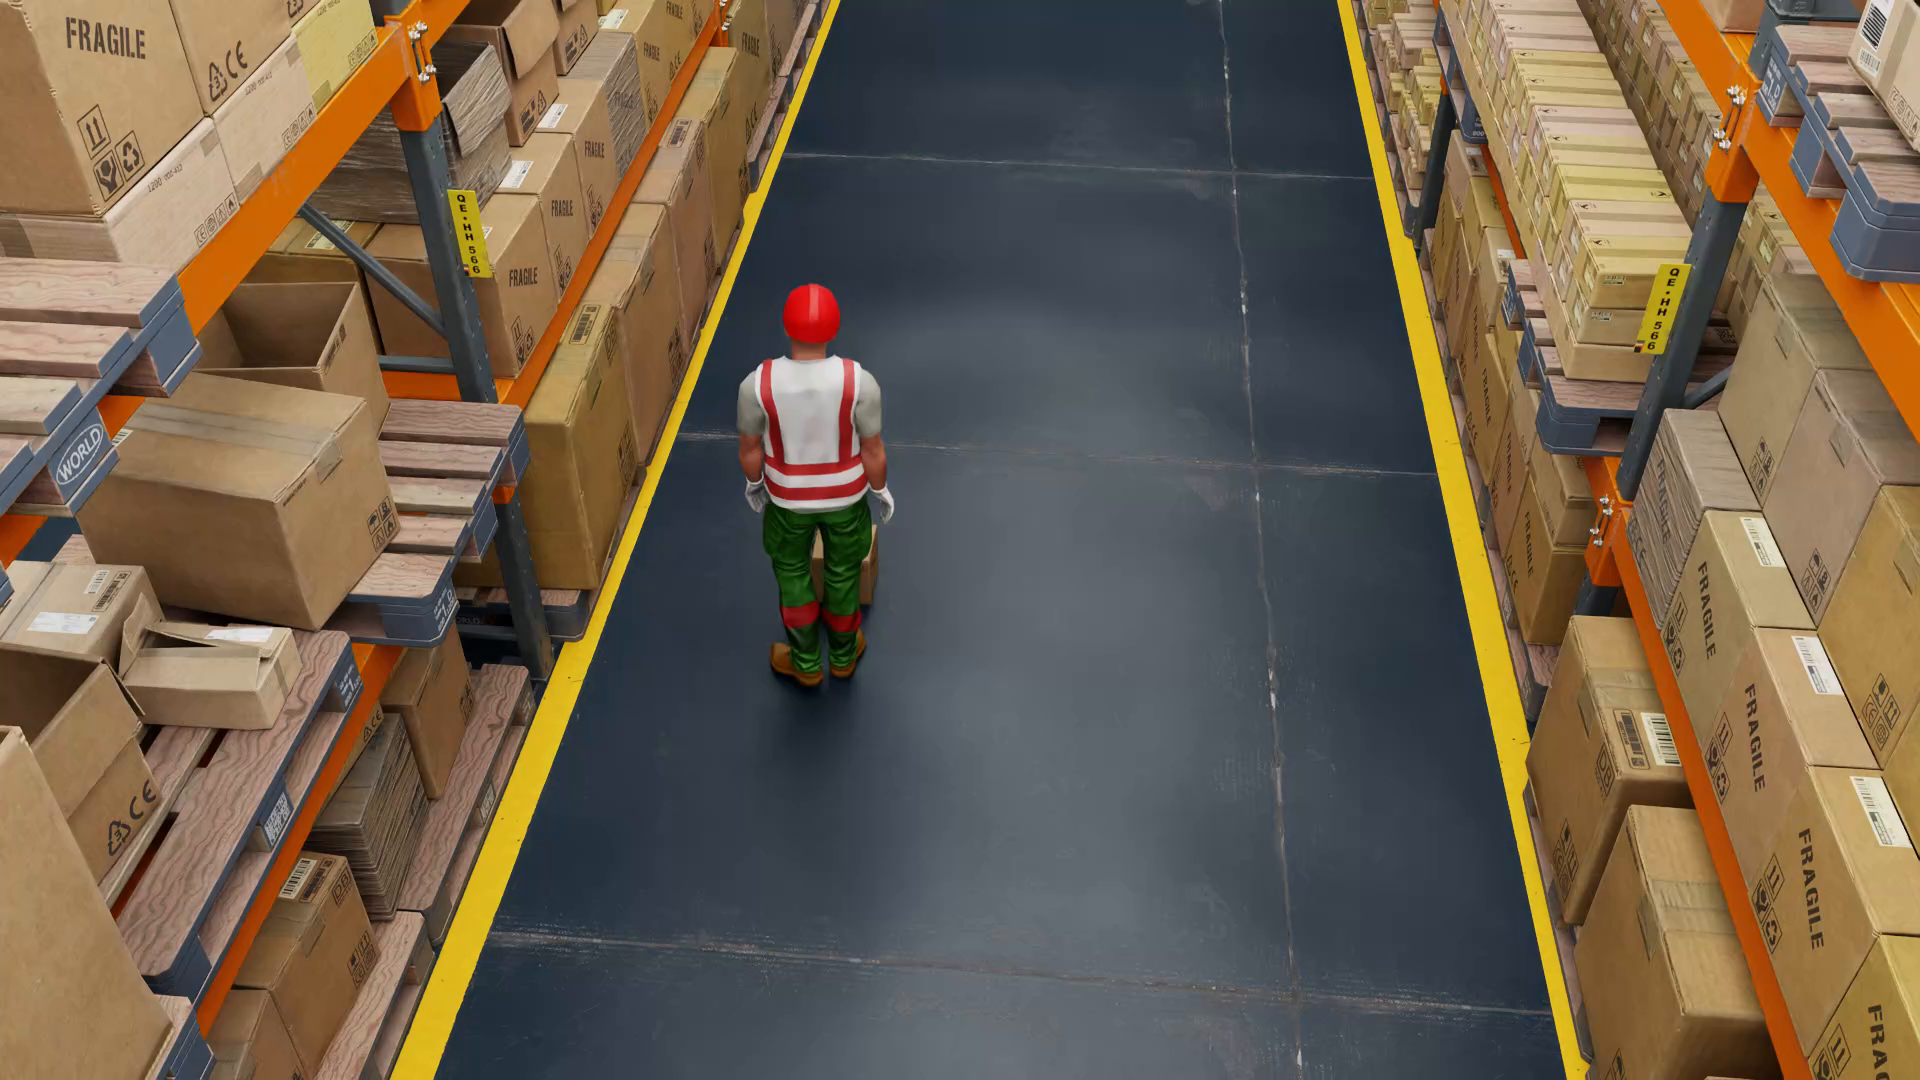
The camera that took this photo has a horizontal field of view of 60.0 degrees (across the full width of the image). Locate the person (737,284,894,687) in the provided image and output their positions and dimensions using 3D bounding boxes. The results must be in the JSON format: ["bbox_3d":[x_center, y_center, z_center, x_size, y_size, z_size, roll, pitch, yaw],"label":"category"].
[{"bbox_3d":[-0.539,-0.183,6.334,0.573,1.791,0.386,-1,40,-2],"label":"person"}]
